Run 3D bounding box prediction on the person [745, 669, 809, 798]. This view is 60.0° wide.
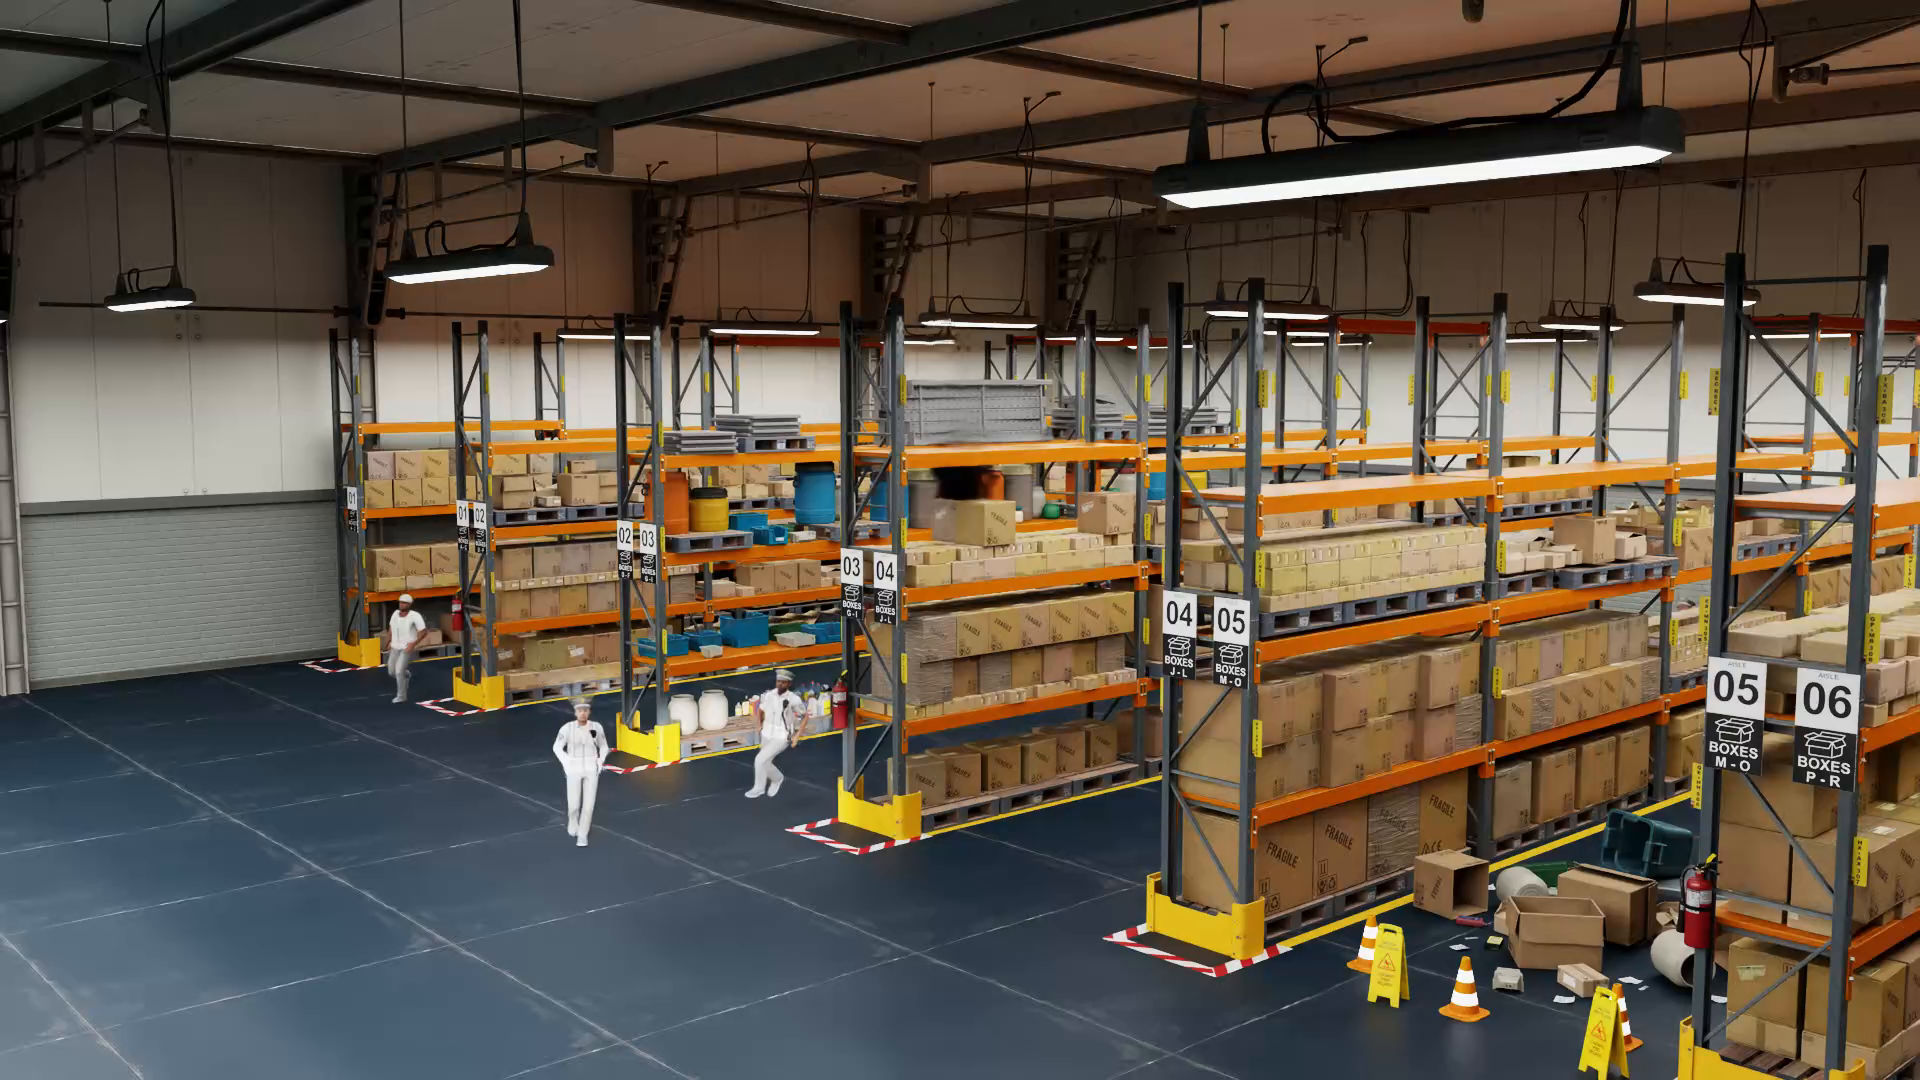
[{"bbox_3d":[-2.116,2.296,19.475,0.642,1.612,0.837,2,6,23],"label":"person"}]

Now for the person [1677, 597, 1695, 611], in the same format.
[{"bbox_3d":[11.168,1.766,25.560,0.965,1.795,0.672,-4,7,-36],"label":"person"}]

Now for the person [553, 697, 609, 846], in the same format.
[{"bbox_3d":[-4.149,2.537,18.278,0.595,1.651,0.539,-2,6,-18],"label":"person"}]

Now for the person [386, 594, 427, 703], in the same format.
[{"bbox_3d":[-8.808,1.718,26.517,0.730,1.751,0.595,2,6,16],"label":"person"}]
